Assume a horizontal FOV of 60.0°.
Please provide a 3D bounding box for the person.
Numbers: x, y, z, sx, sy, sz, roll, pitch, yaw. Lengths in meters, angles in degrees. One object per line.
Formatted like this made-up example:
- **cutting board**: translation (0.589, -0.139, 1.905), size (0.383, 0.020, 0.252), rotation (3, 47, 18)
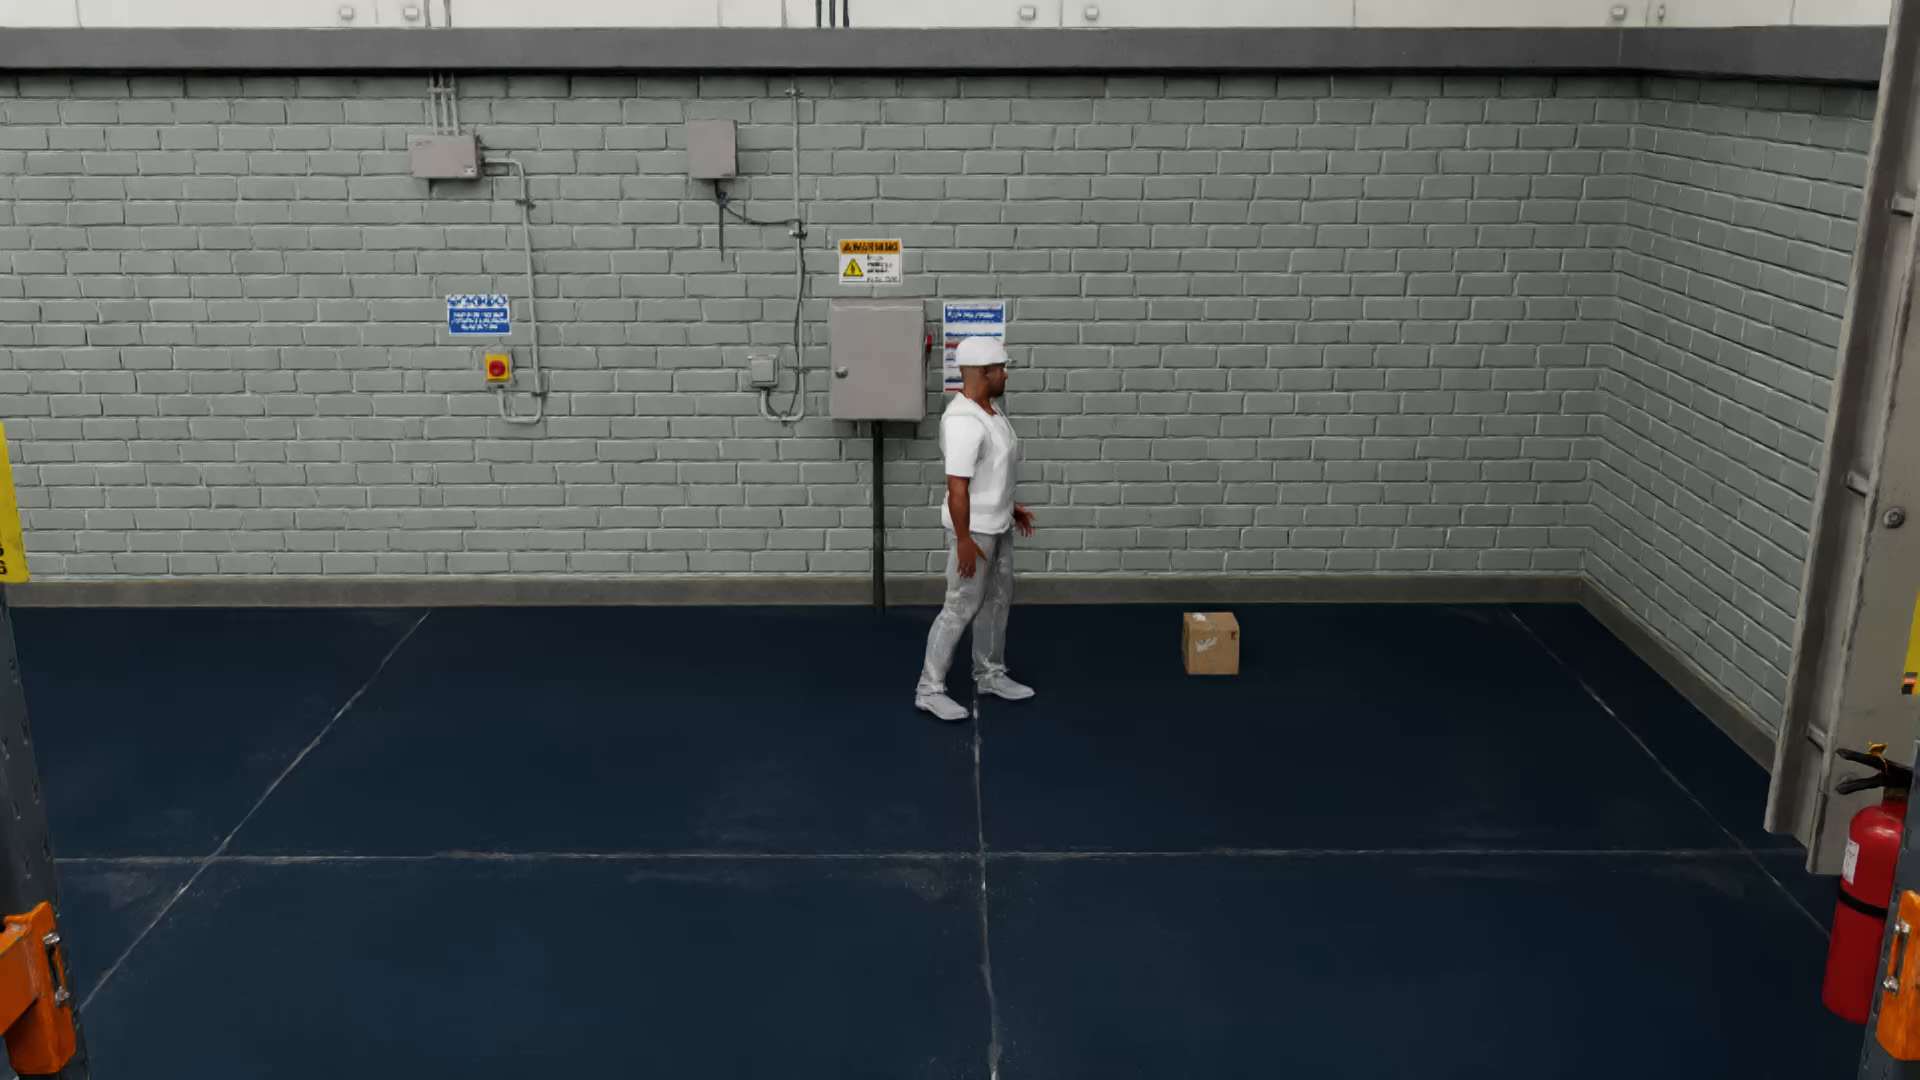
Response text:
- **person**: translation (0.090, -0.075, 7.756), size (0.526, 1.763, 0.681), rotation (4, 17, 13)
